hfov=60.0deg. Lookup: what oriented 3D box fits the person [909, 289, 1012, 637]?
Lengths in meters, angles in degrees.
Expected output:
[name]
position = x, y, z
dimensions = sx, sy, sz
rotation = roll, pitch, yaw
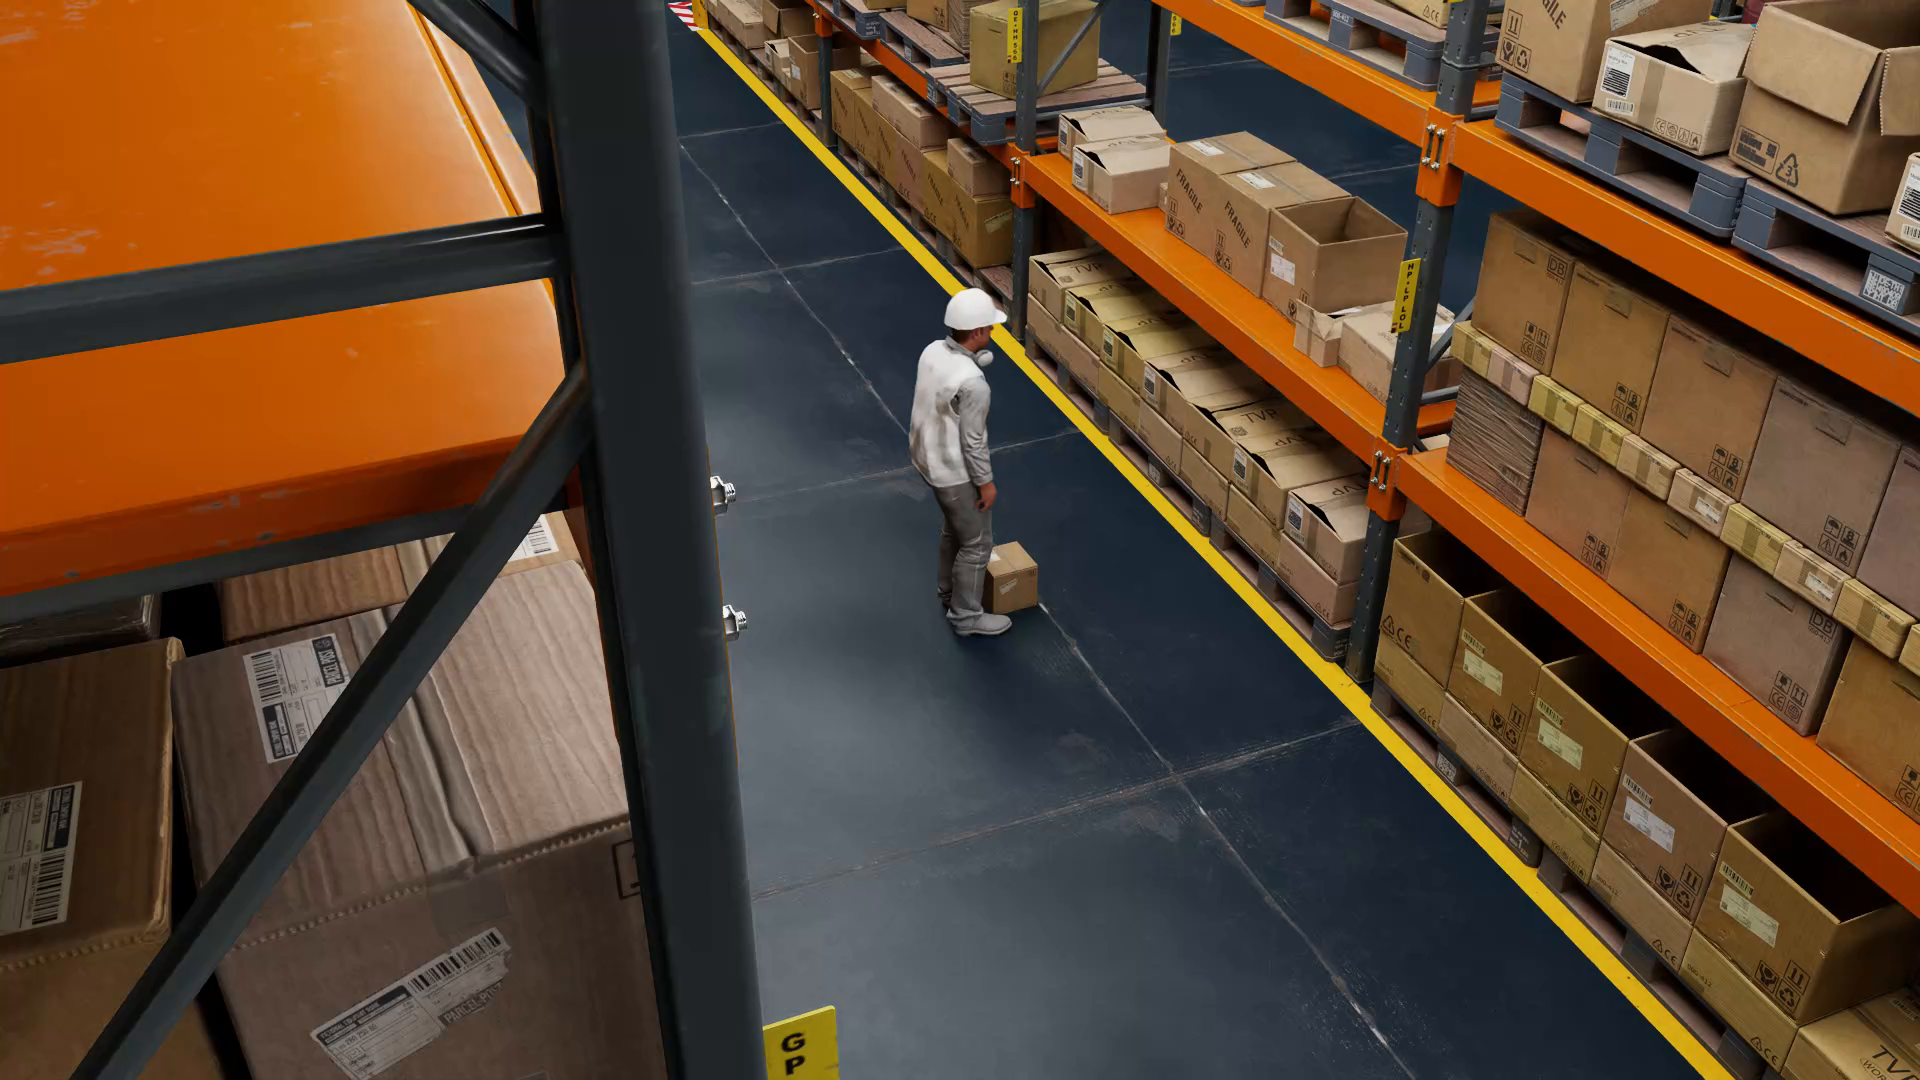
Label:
[person]
position = 0.002, -0.379, 8.081
dimensions = 0.465, 1.771, 0.582
rotation = -13, 36, -19
